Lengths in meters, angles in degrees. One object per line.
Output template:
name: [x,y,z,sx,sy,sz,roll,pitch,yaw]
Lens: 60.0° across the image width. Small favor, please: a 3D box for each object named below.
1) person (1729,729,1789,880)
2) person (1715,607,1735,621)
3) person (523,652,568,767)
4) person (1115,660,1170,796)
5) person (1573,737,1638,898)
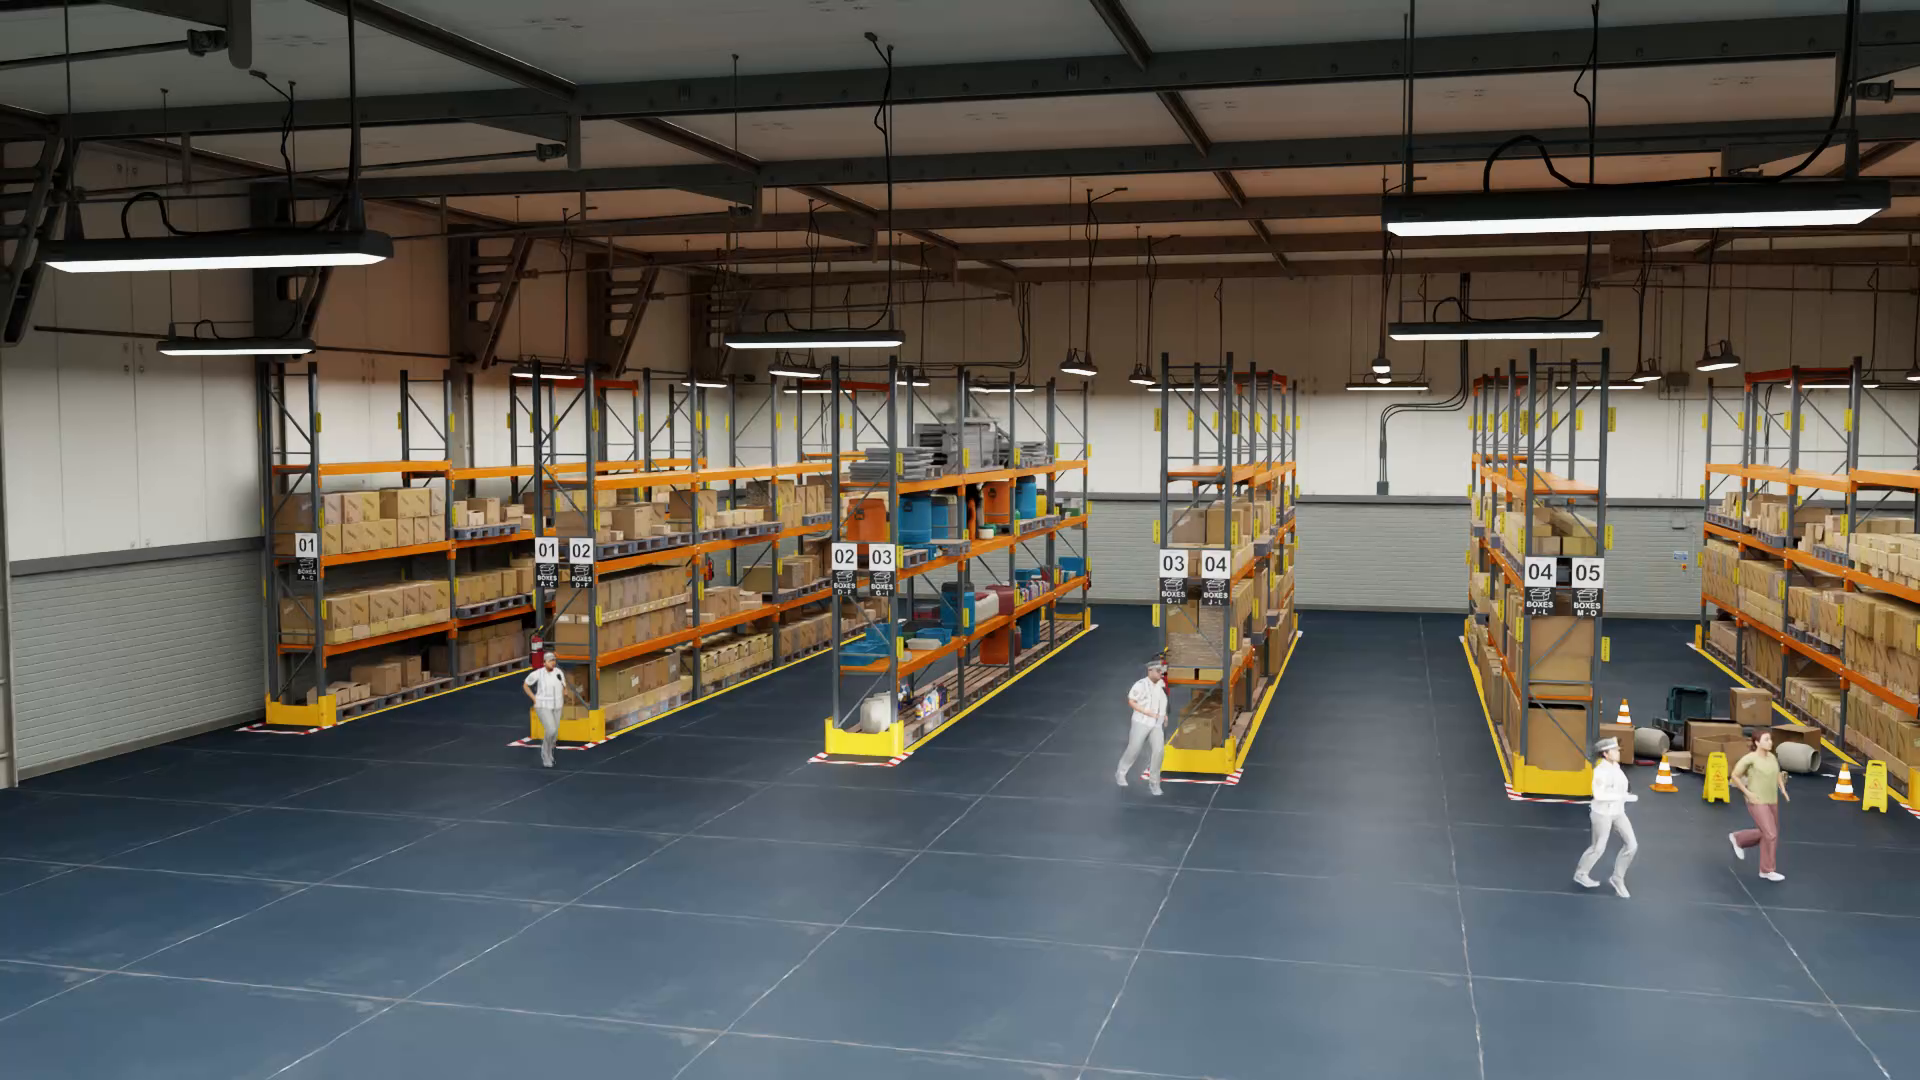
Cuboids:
person: [8.806,2.888,18.378,0.616,1.632,0.769,-2,4,-23]
person: [17.587,1.471,38.017,0.751,1.703,0.867,3,5,32]
person: [-5.992,2.488,24.295,0.598,1.679,0.651,-4,5,-42]
person: [2.585,2.536,22.682,0.733,1.820,0.809,-2,5,-29]
person: [6.861,2.930,17.595,0.590,1.740,0.726,-3,5,-37]
